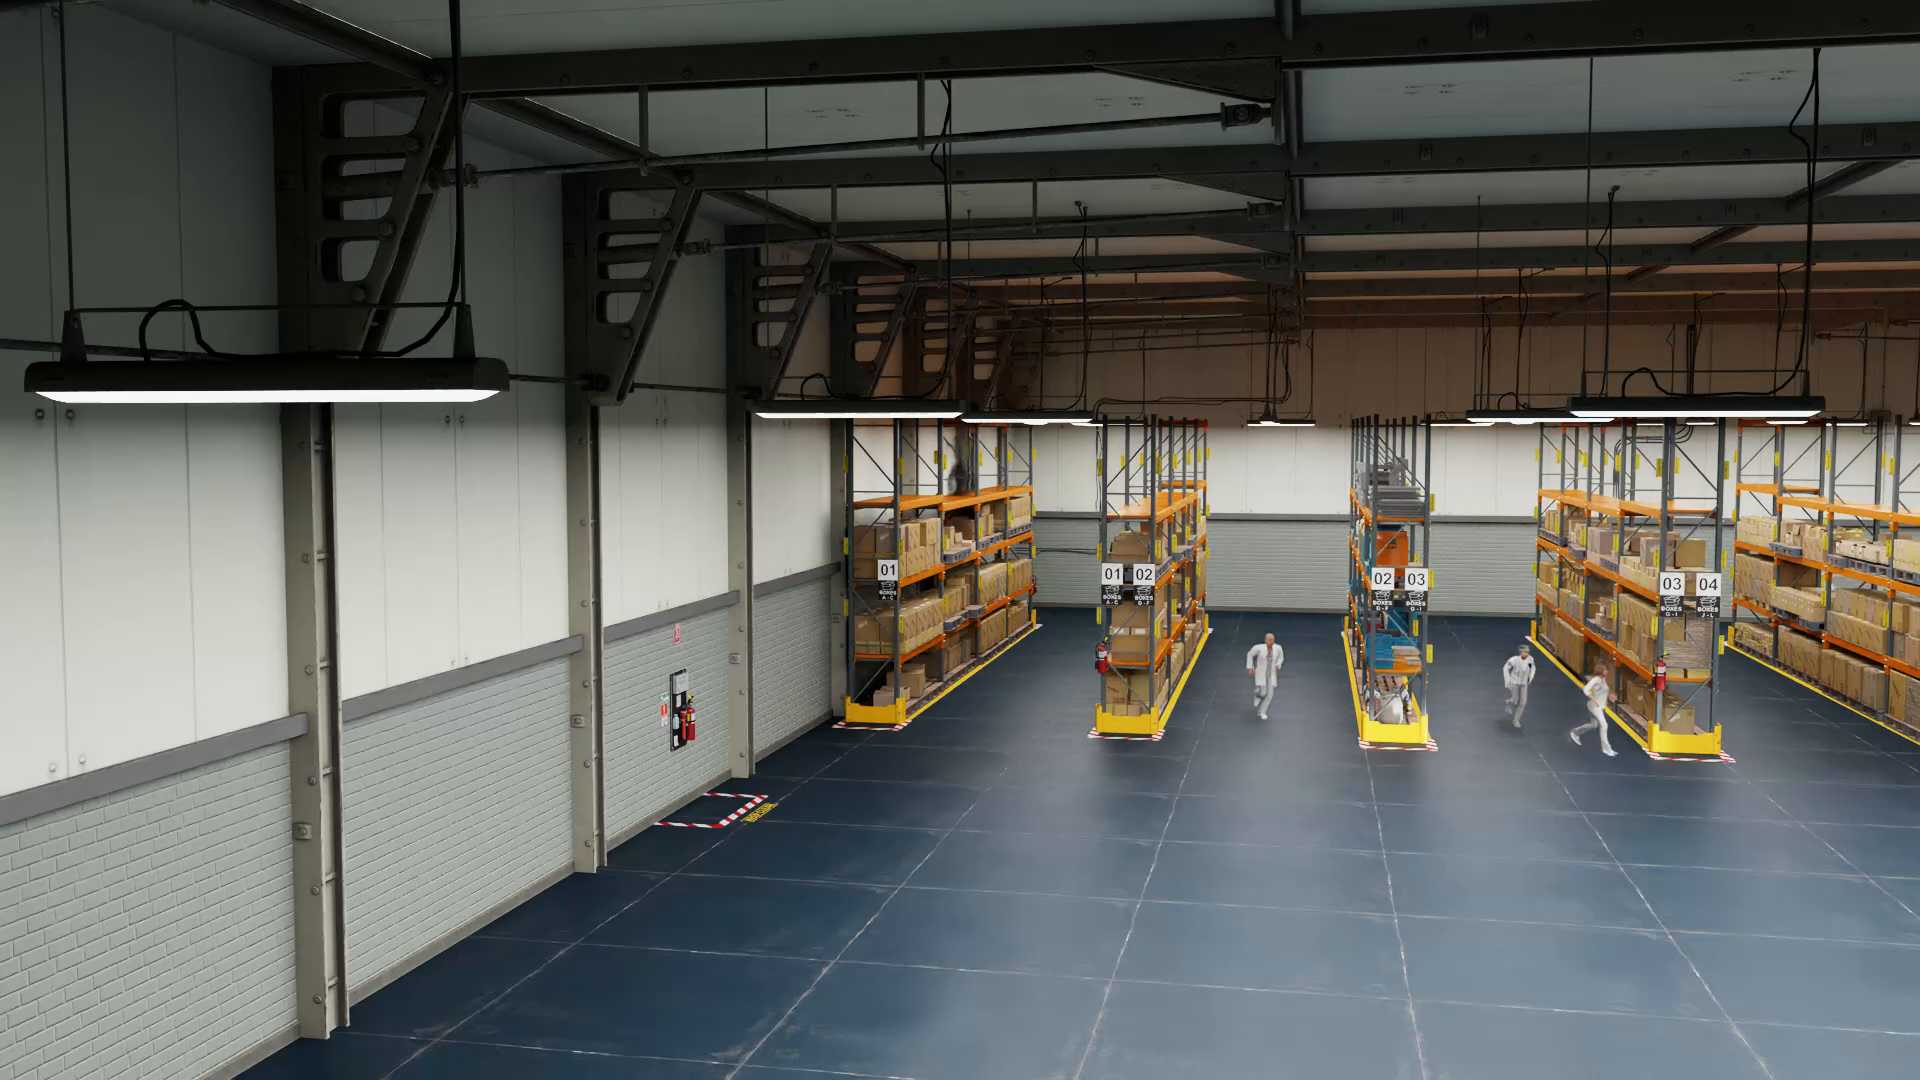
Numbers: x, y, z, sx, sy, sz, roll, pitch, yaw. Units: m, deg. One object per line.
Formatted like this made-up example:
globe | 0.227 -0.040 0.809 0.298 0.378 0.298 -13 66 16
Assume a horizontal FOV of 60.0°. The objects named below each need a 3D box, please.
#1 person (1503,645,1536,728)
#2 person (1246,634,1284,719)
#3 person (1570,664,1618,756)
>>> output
person | 10.797 2.800 32.179 0.613 1.630 0.774 -1 4 -9
person | 6.053 2.691 33.001 0.700 1.710 0.793 -1 4 -13
person | 11.179 2.974 29.337 0.870 1.598 0.551 3 5 37
